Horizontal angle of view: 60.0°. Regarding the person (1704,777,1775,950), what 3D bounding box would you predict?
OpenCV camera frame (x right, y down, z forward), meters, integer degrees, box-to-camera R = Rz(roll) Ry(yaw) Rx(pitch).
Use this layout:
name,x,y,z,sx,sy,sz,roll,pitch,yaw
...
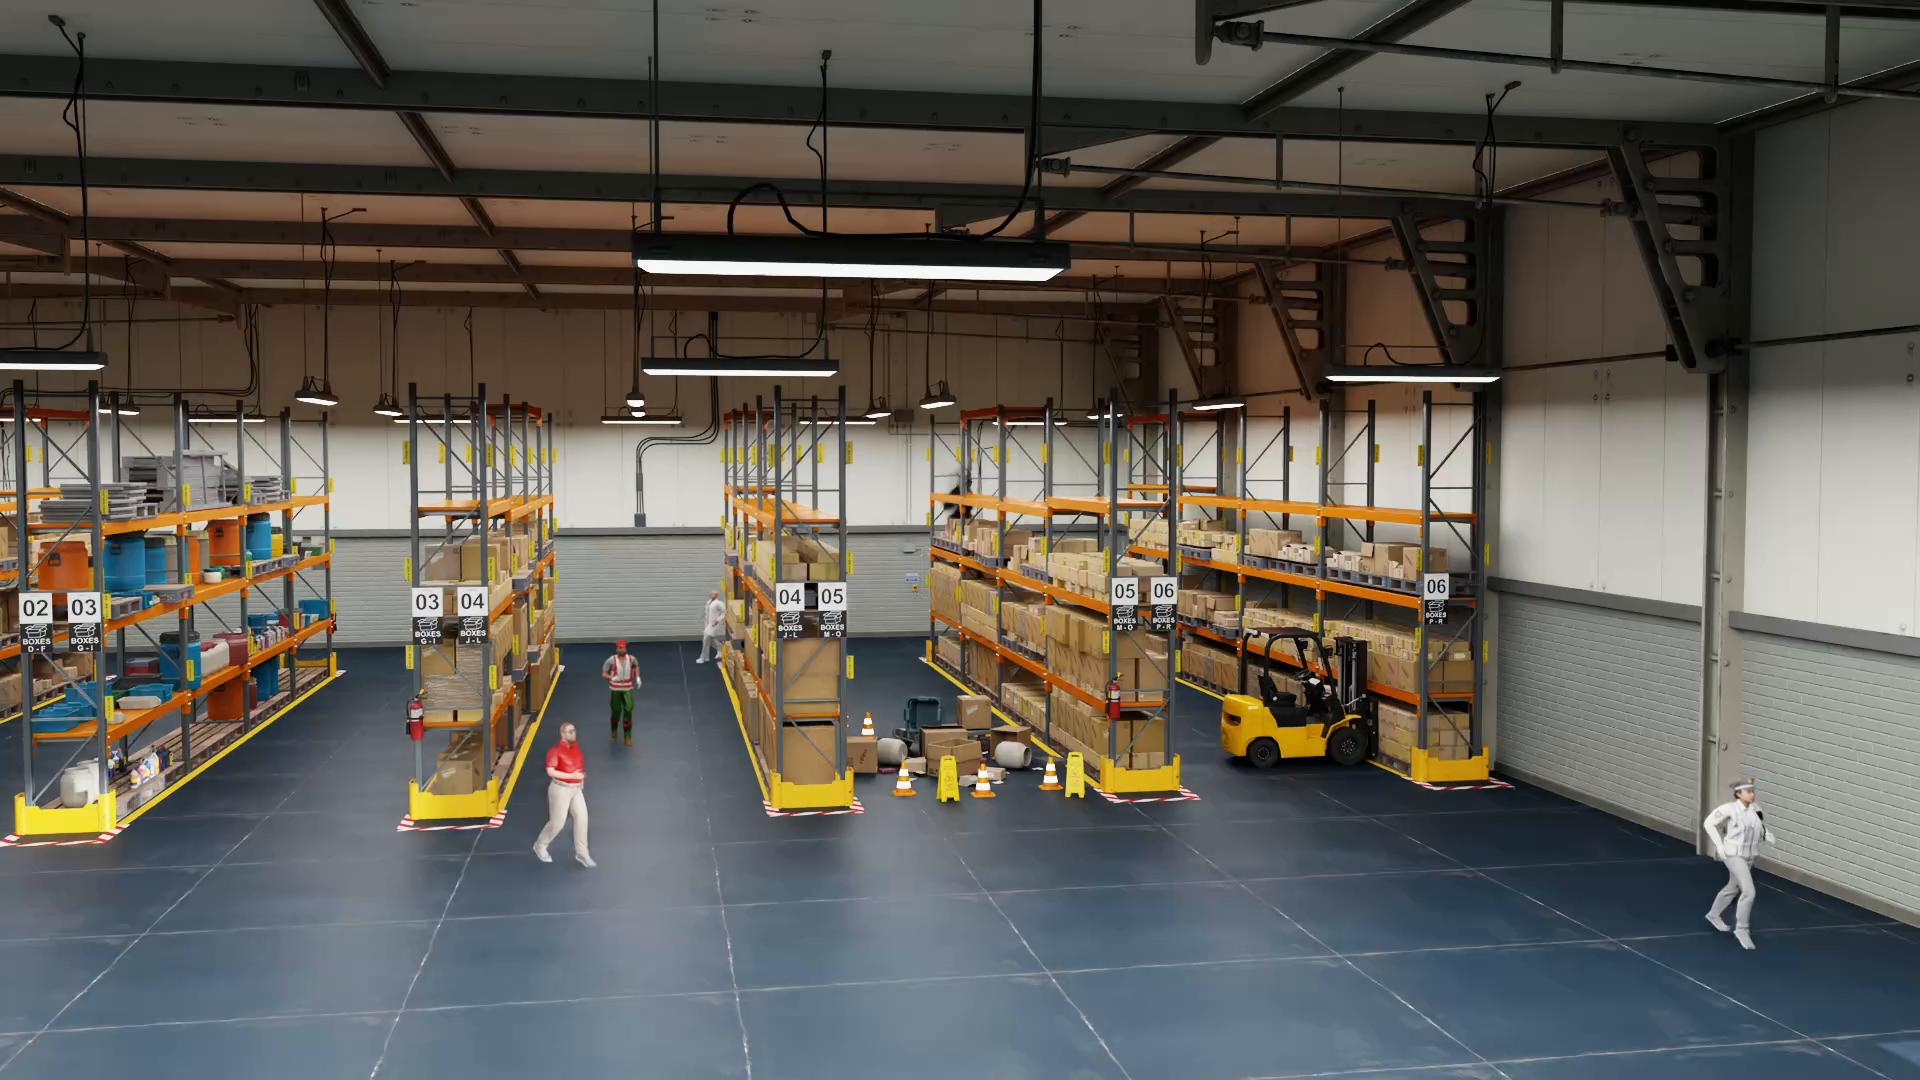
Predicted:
name,x,y,z,sx,sy,sz,roll,pitch,yaw
person,8.036,3.287,17.152,0.606,1.749,0.743,-1,3,-25

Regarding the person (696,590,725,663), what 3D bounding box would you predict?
name,x,y,z,sx,sy,sz,roll,pitch,yaw
person,-5.940,2.088,40.301,0.909,1.777,0.745,-2,4,-38

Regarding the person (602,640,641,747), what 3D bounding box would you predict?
name,x,y,z,sx,sy,sz,roll,pitch,yaw
person,-5.887,2.636,28.926,0.684,1.829,0.854,-1,3,-22

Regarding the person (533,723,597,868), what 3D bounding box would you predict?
name,x,y,z,sx,sy,sz,roll,pitch,yaw
person,-4.830,3.114,20.319,0.845,1.783,0.677,2,3,27
